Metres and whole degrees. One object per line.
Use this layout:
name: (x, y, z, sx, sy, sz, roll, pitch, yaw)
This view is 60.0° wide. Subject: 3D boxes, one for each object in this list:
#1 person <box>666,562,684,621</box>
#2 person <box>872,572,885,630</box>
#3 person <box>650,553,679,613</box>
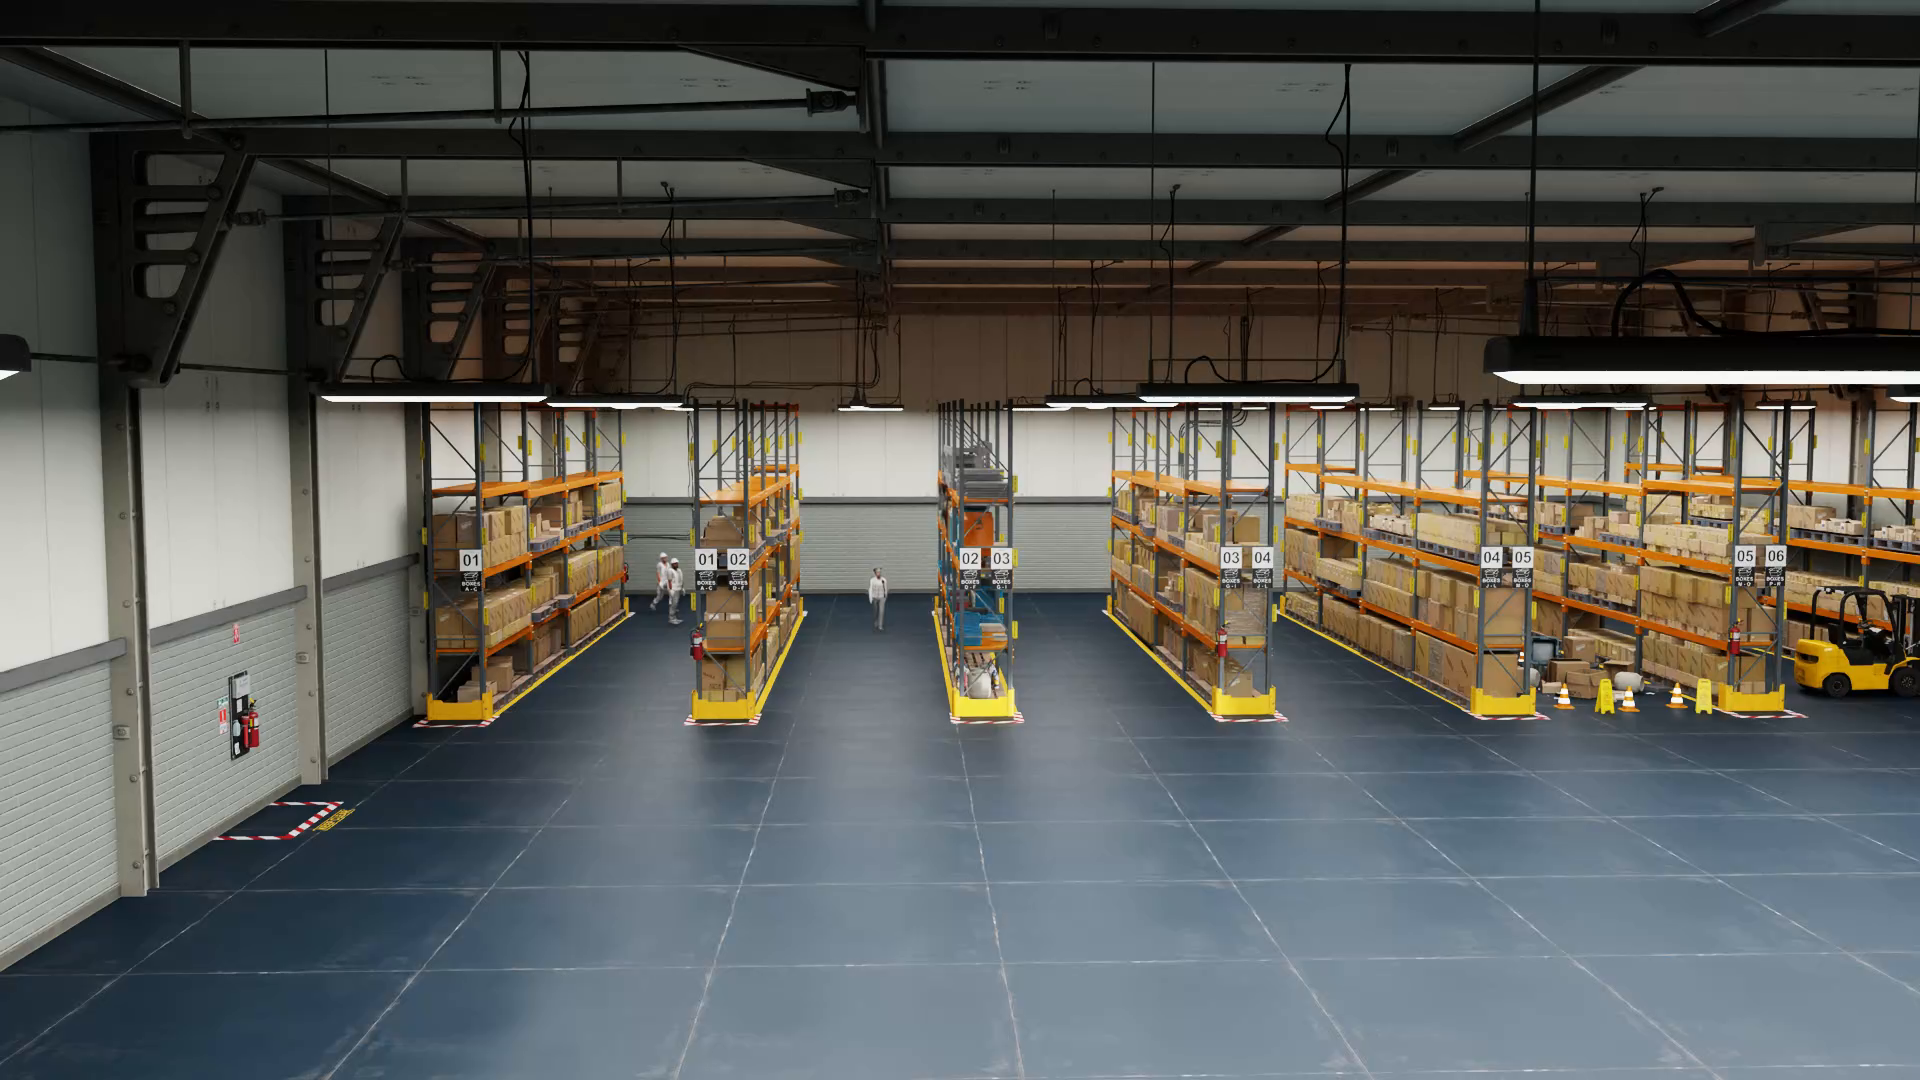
person: (-7.765, 1.371, 45.422, 0.417, 1.682, 0.582, 1, 4, 7)
person: (-2.167, 1.562, 44.179, 0.351, 1.604, 0.948, 0, 4, 0)
person: (-8.488, 1.232, 47.657, 0.950, 1.745, 0.546, 3, 5, 37)
